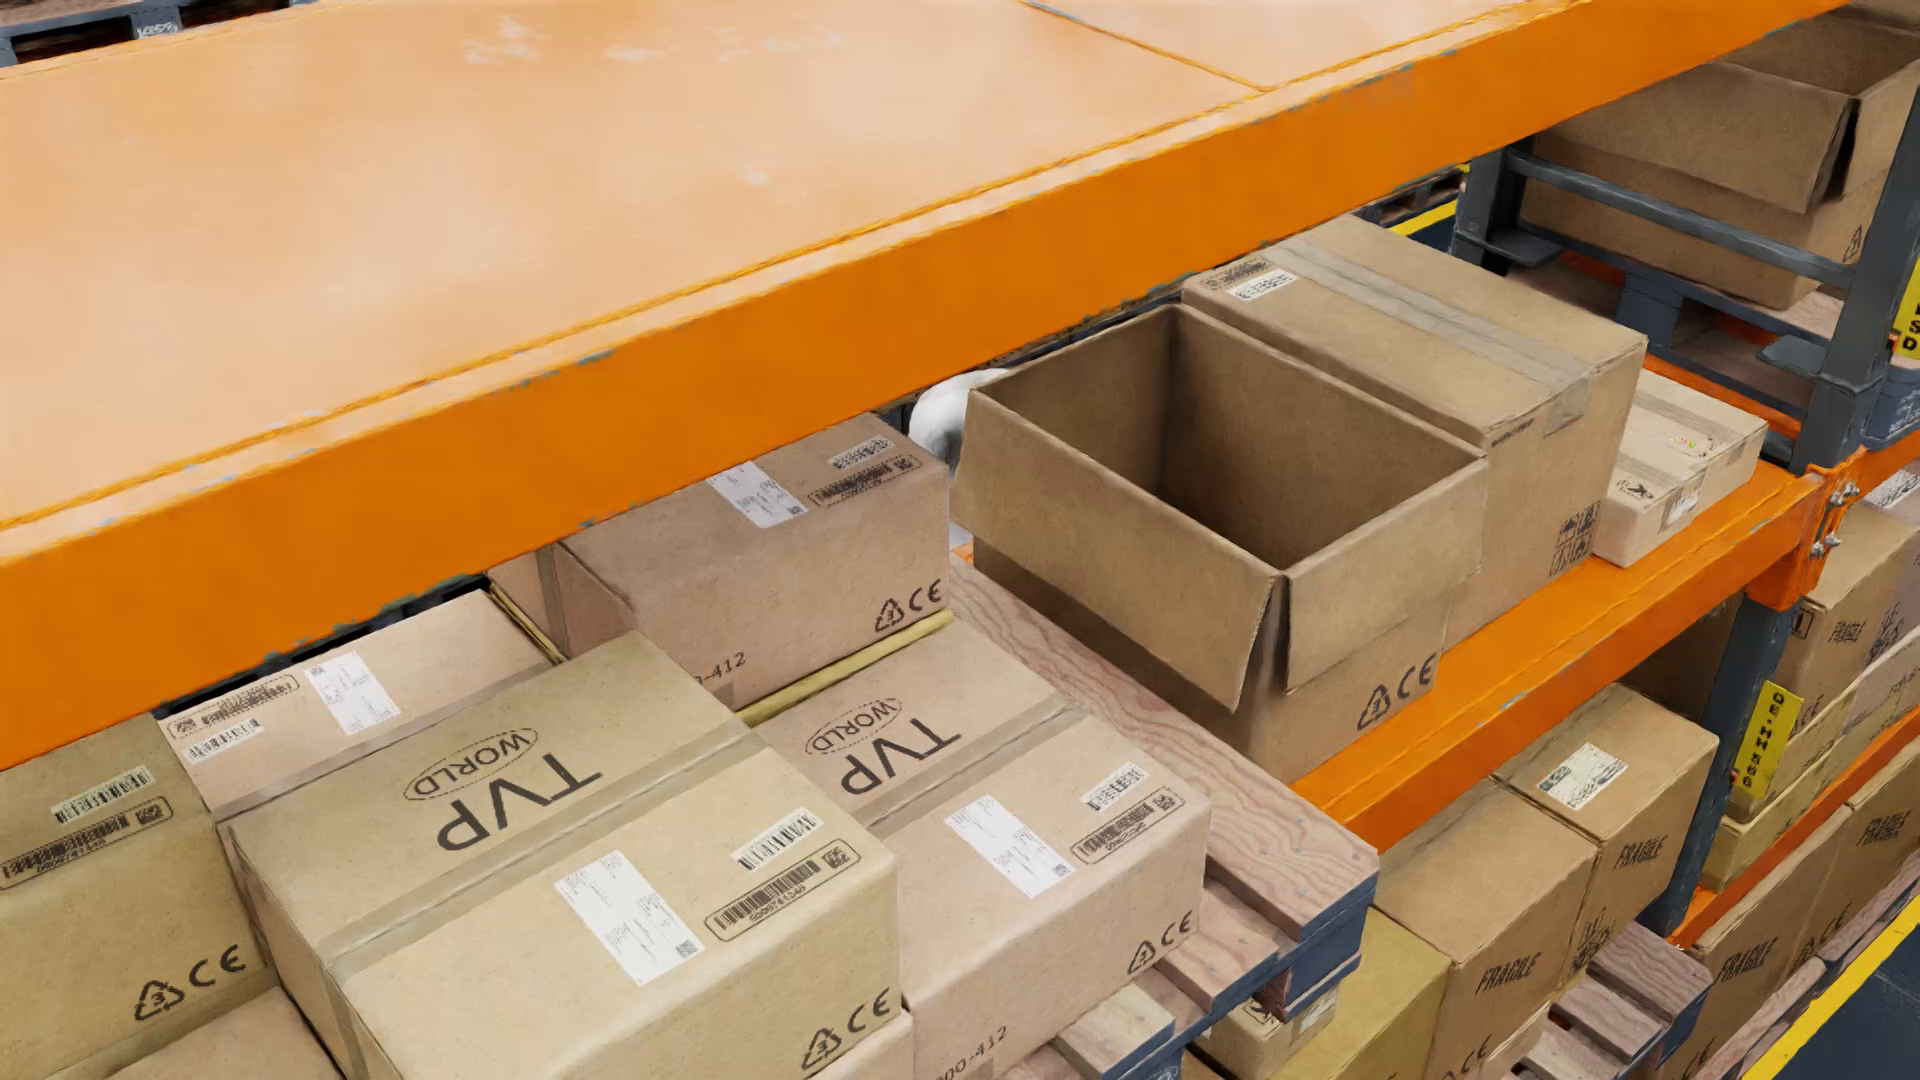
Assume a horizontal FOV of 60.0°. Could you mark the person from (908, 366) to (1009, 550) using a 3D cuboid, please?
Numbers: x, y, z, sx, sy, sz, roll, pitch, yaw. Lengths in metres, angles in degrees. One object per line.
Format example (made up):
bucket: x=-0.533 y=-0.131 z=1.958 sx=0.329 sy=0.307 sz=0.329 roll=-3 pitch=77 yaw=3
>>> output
person: x=0.012 y=-0.142 z=6.839 sx=0.694 sy=1.774 sz=0.795 roll=29 pitch=44 yaw=34
